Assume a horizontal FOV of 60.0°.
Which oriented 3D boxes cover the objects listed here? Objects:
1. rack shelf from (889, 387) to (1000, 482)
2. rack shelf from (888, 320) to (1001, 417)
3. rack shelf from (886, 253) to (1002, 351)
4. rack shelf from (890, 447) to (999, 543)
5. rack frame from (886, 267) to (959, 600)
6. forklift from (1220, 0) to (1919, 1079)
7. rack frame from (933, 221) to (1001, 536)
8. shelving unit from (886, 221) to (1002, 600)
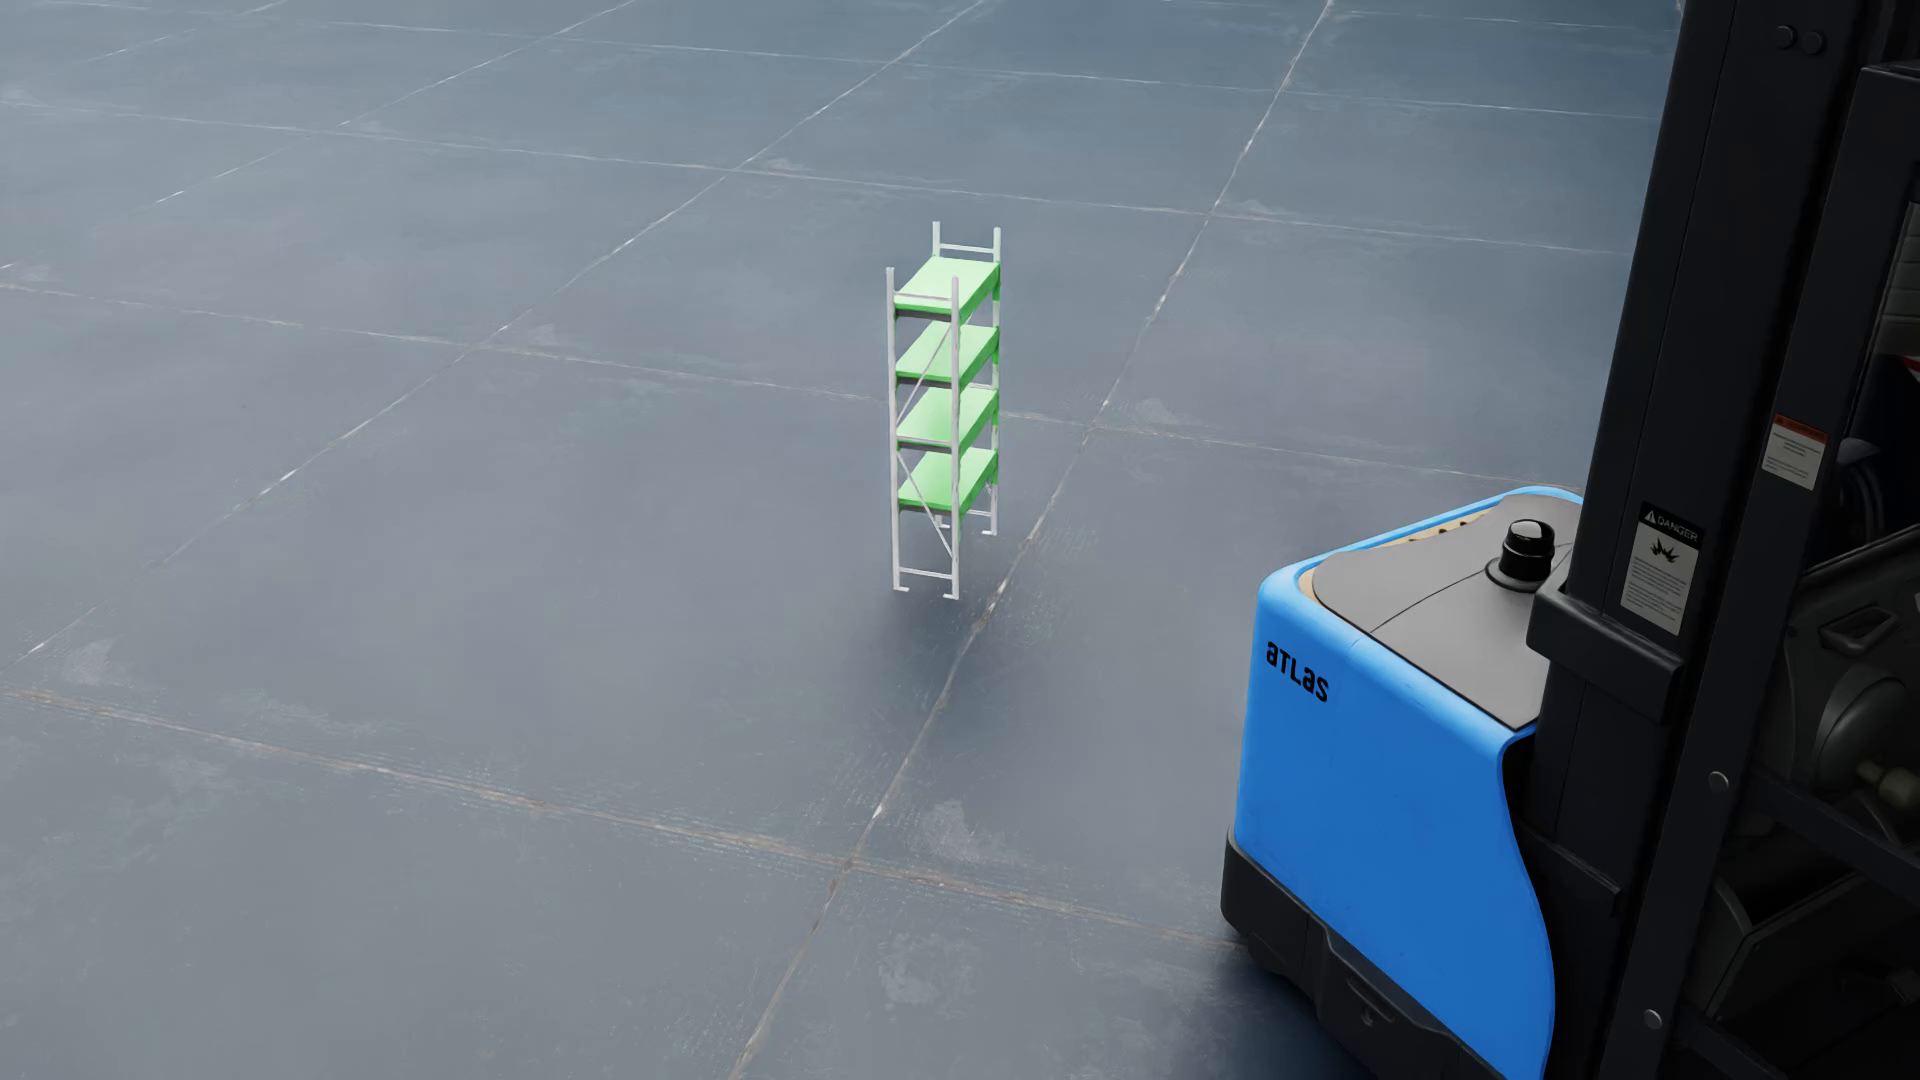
[{"bbox_3d":[-0.049,-0.392,5.851,0.258,0.148,0.480,8,30,15],"label":"rack shelf"},{"bbox_3d":[-0.049,-0.601,5.734,0.258,0.148,0.480,8,30,15],"label":"rack shelf"},{"bbox_3d":[-0.049,-0.811,5.618,0.258,0.148,0.480,8,30,15],"label":"rack shelf"},{"bbox_3d":[-0.049,-0.182,5.968,0.258,0.148,0.480,8,30,15],"label":"rack shelf"},{"bbox_3d":[-0.120,-0.334,5.616,0.240,1.200,0.015,8,30,15],"label":"rack frame"},{"bbox_3d":[1.874,0.231,2.820,1.130,2.935,3.031,-16,33,-27],"label":"forklift"},{"bbox_3d":[0.023,-0.561,6.024,0.240,1.200,0.015,8,30,15],"label":"rack frame"},{"bbox_3d":[-0.049,-0.447,5.820,0.258,1.200,0.503,8,30,15],"label":"shelving unit"}]
